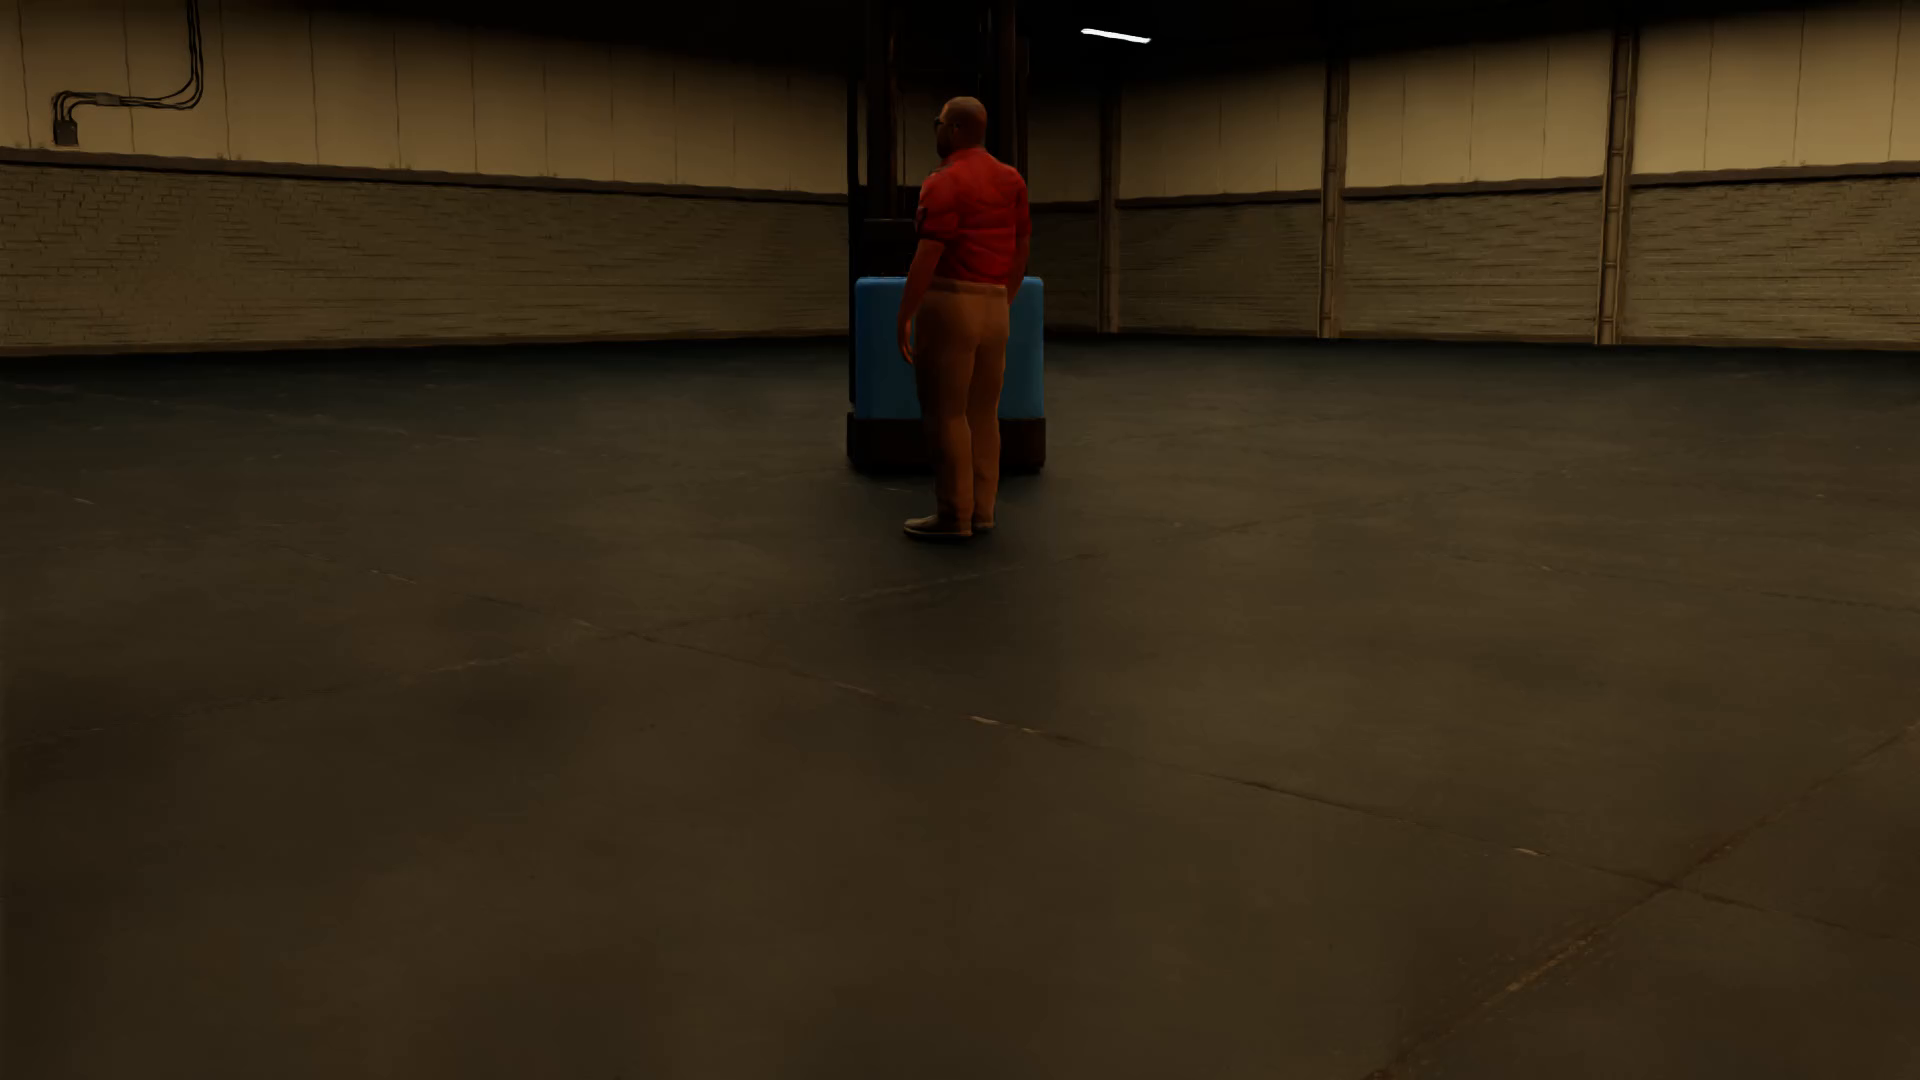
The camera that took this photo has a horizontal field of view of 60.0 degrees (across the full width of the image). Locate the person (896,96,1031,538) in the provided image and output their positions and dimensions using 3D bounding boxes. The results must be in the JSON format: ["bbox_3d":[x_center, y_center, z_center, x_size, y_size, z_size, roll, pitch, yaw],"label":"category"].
[{"bbox_3d":[-0.056,-0.873,6.658,0.550,1.726,0.640,8,12,43],"label":"person"}]

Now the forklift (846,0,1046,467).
[{"bbox_3d":[-0.152,-2.024,10.315,1.130,2.935,3.031,-1,9,-4],"label":"forklift"}]
